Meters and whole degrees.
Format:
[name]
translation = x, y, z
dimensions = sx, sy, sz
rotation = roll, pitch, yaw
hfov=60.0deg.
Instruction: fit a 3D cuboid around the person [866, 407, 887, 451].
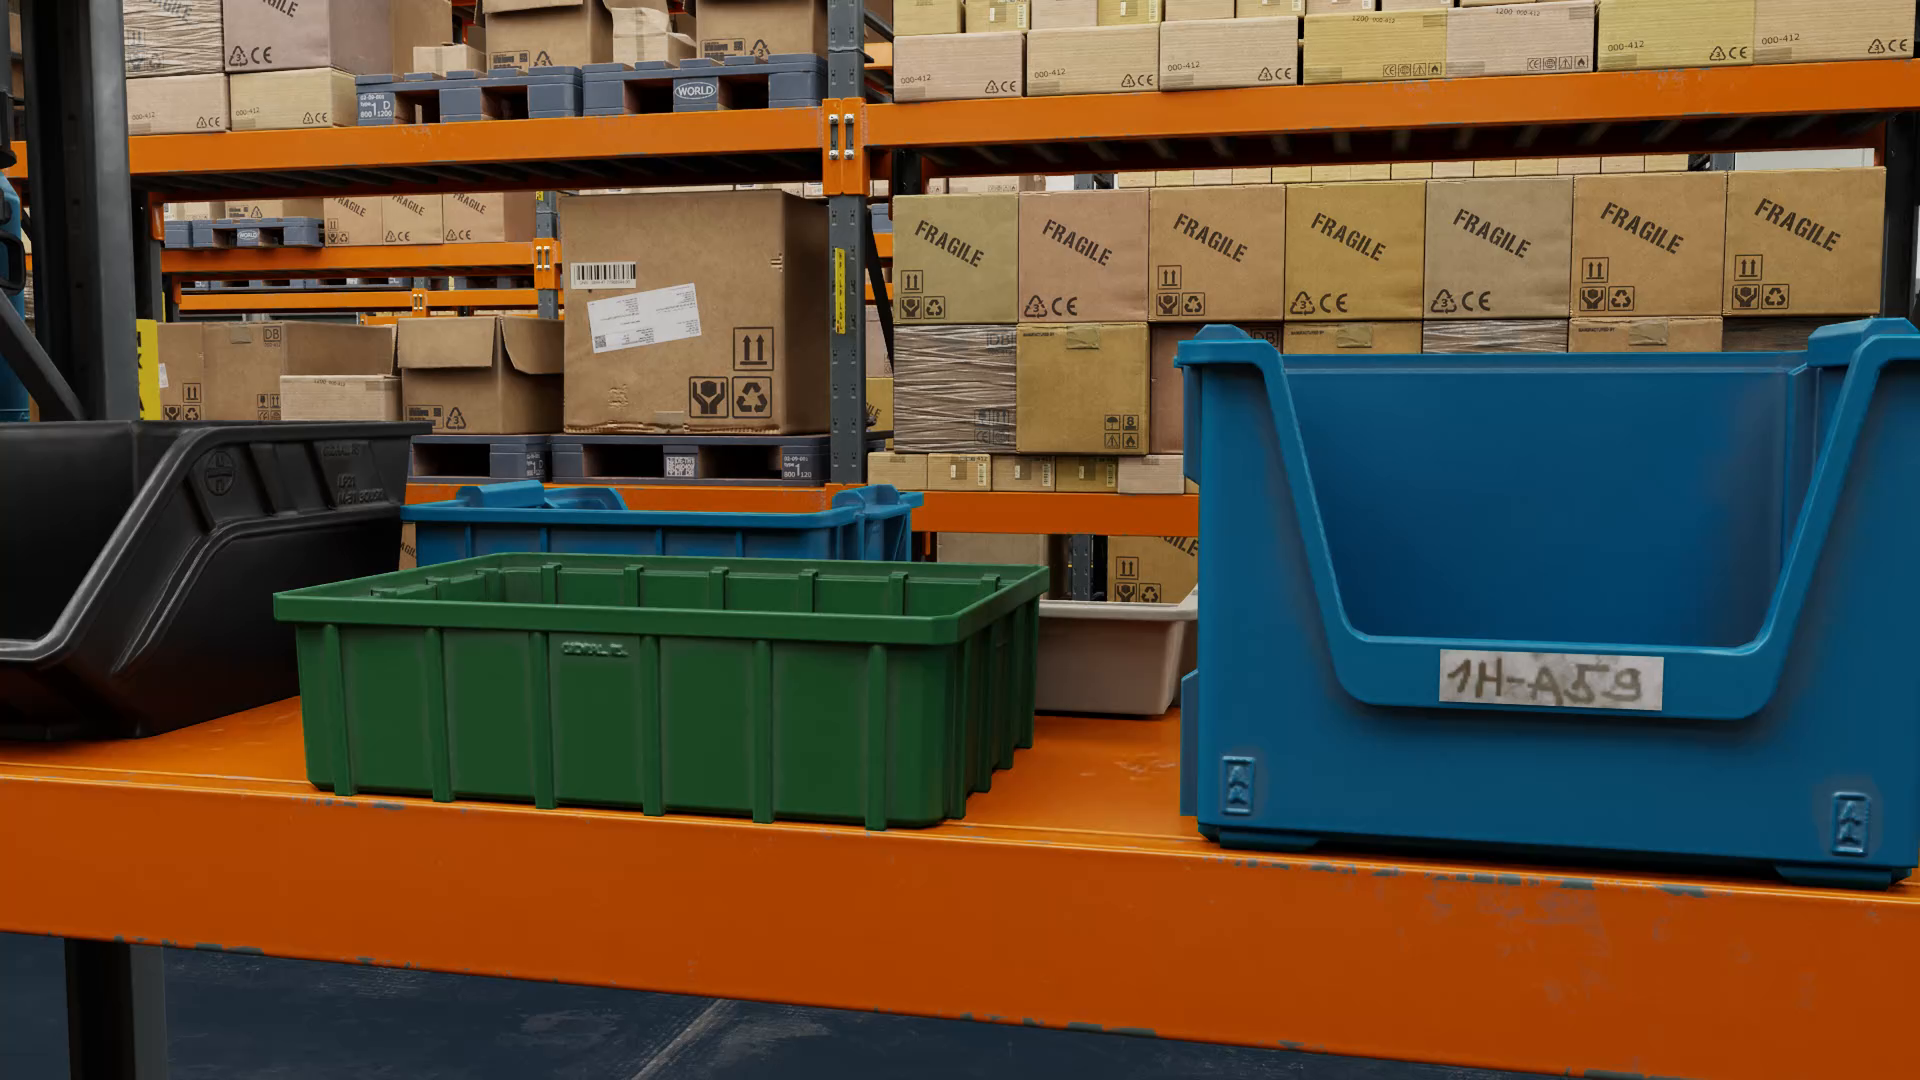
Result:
[person]
translation = -0.576, -0.033, 10.212
dimensions = 0.373, 1.651, 0.537
rotation = 1, 5, 14
